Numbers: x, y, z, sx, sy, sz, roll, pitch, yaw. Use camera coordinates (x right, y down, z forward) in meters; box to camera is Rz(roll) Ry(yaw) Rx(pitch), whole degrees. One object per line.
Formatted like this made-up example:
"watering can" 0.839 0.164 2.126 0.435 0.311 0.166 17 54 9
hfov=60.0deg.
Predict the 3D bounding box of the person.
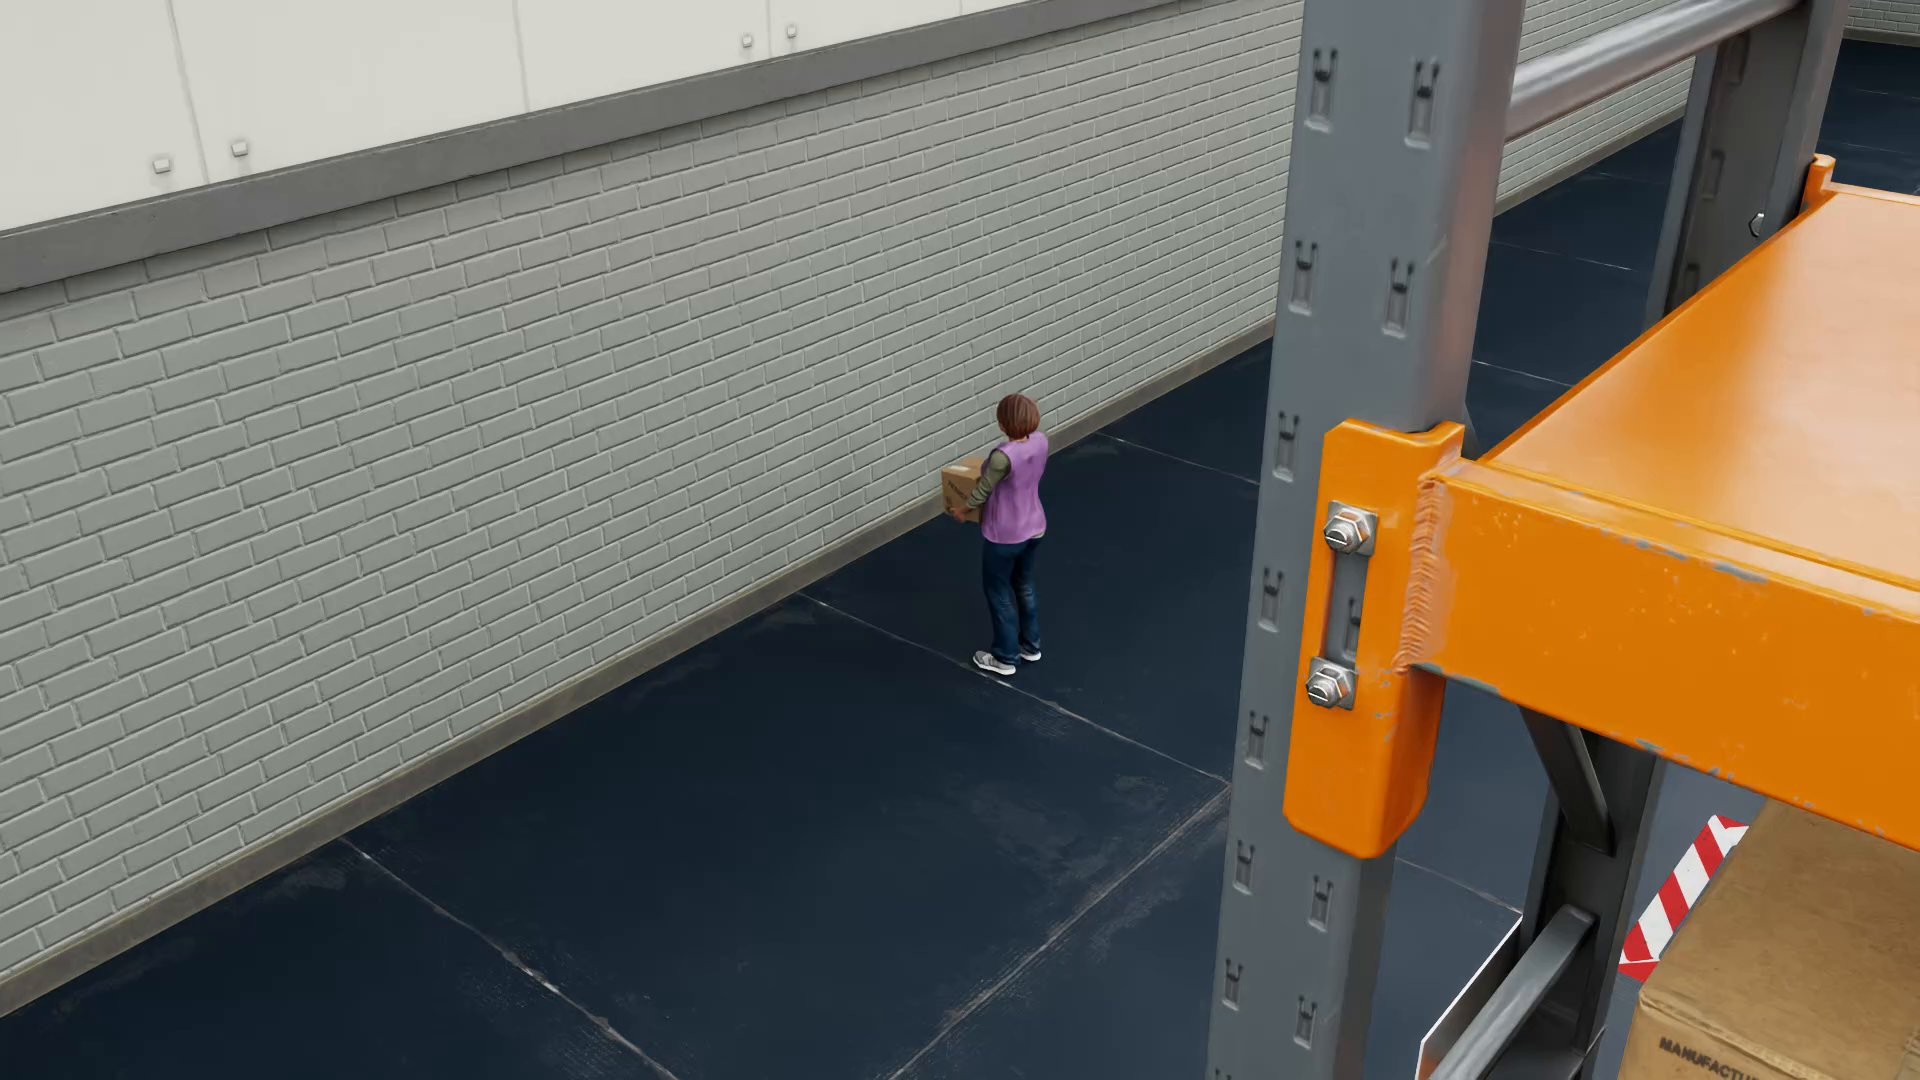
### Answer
"person" 0.211 -0.062 8.754 0.495 1.596 0.401 24 36 38
